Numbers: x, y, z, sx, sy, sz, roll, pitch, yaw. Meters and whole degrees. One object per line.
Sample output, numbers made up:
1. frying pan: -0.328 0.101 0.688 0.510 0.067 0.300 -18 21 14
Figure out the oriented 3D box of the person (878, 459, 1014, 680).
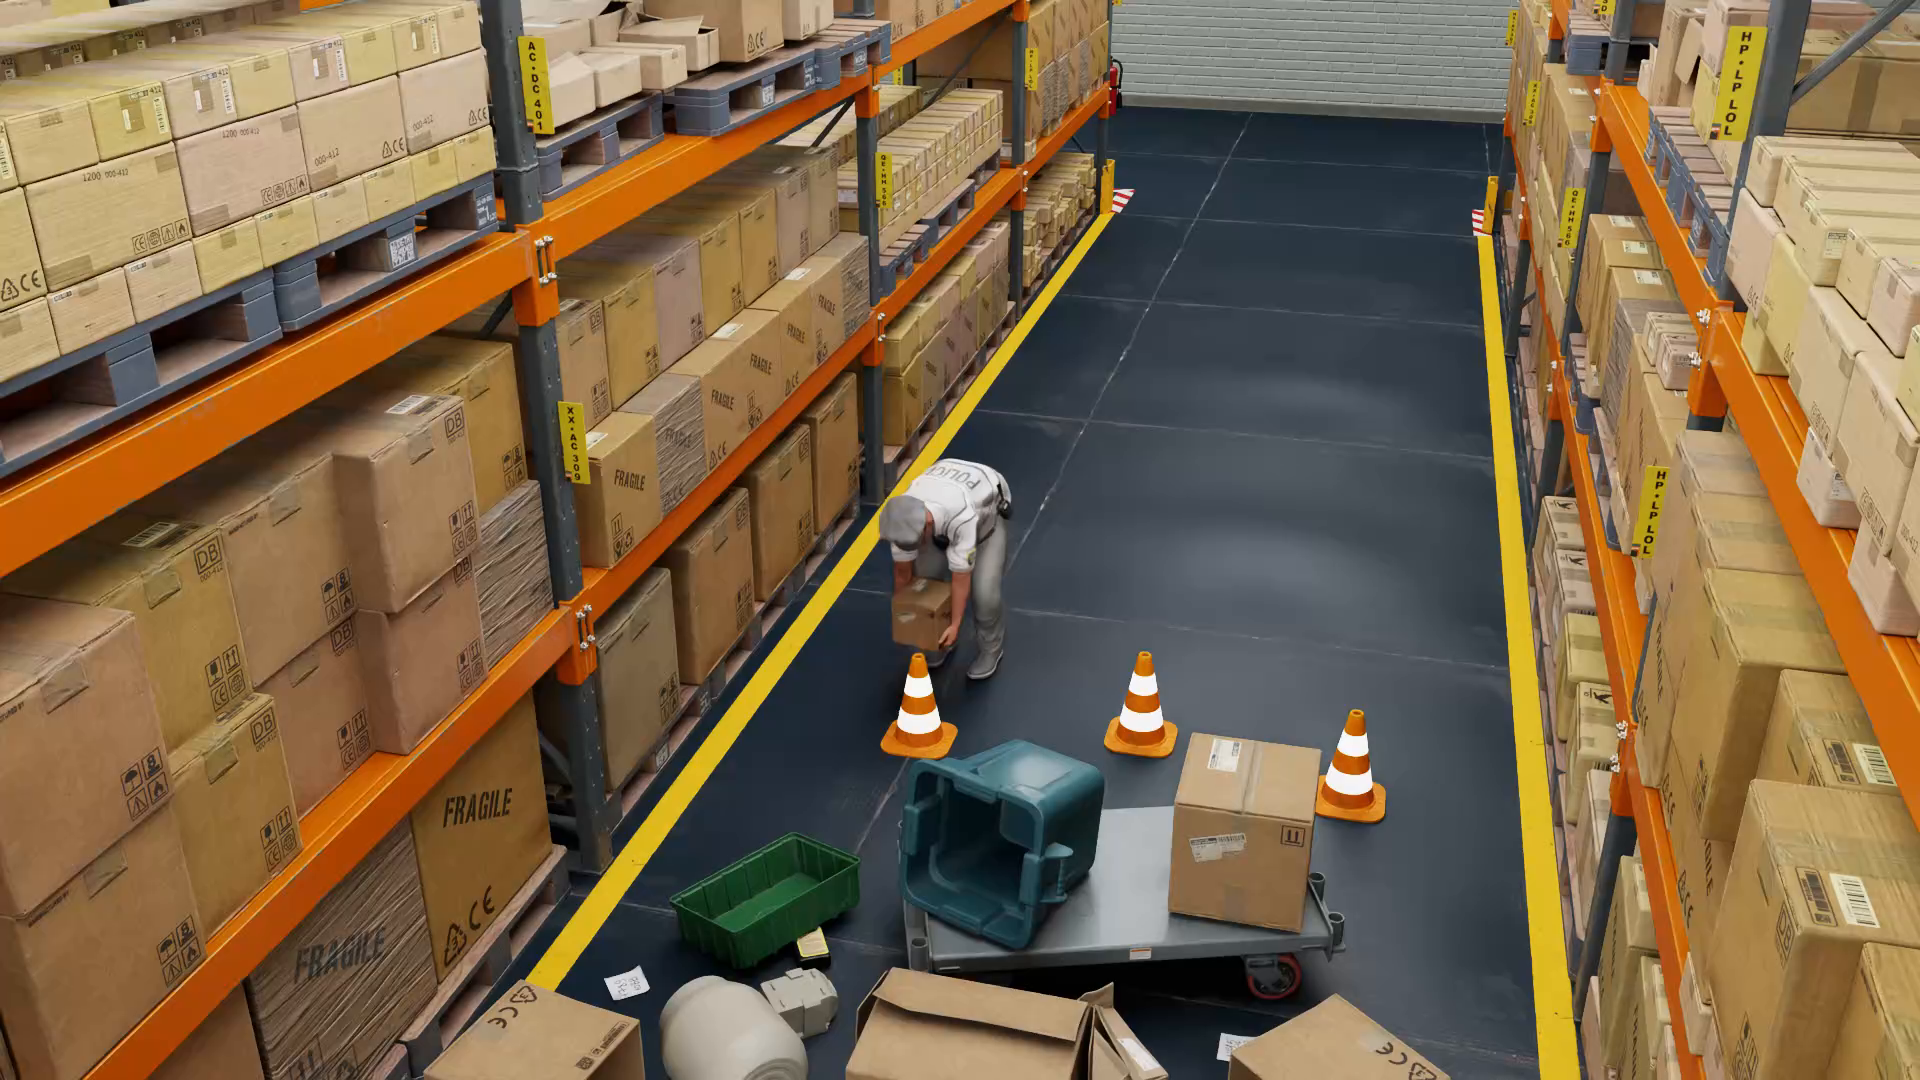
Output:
1. person: -0.093 0.194 8.348 0.490 1.196 1.038 11 27 22
